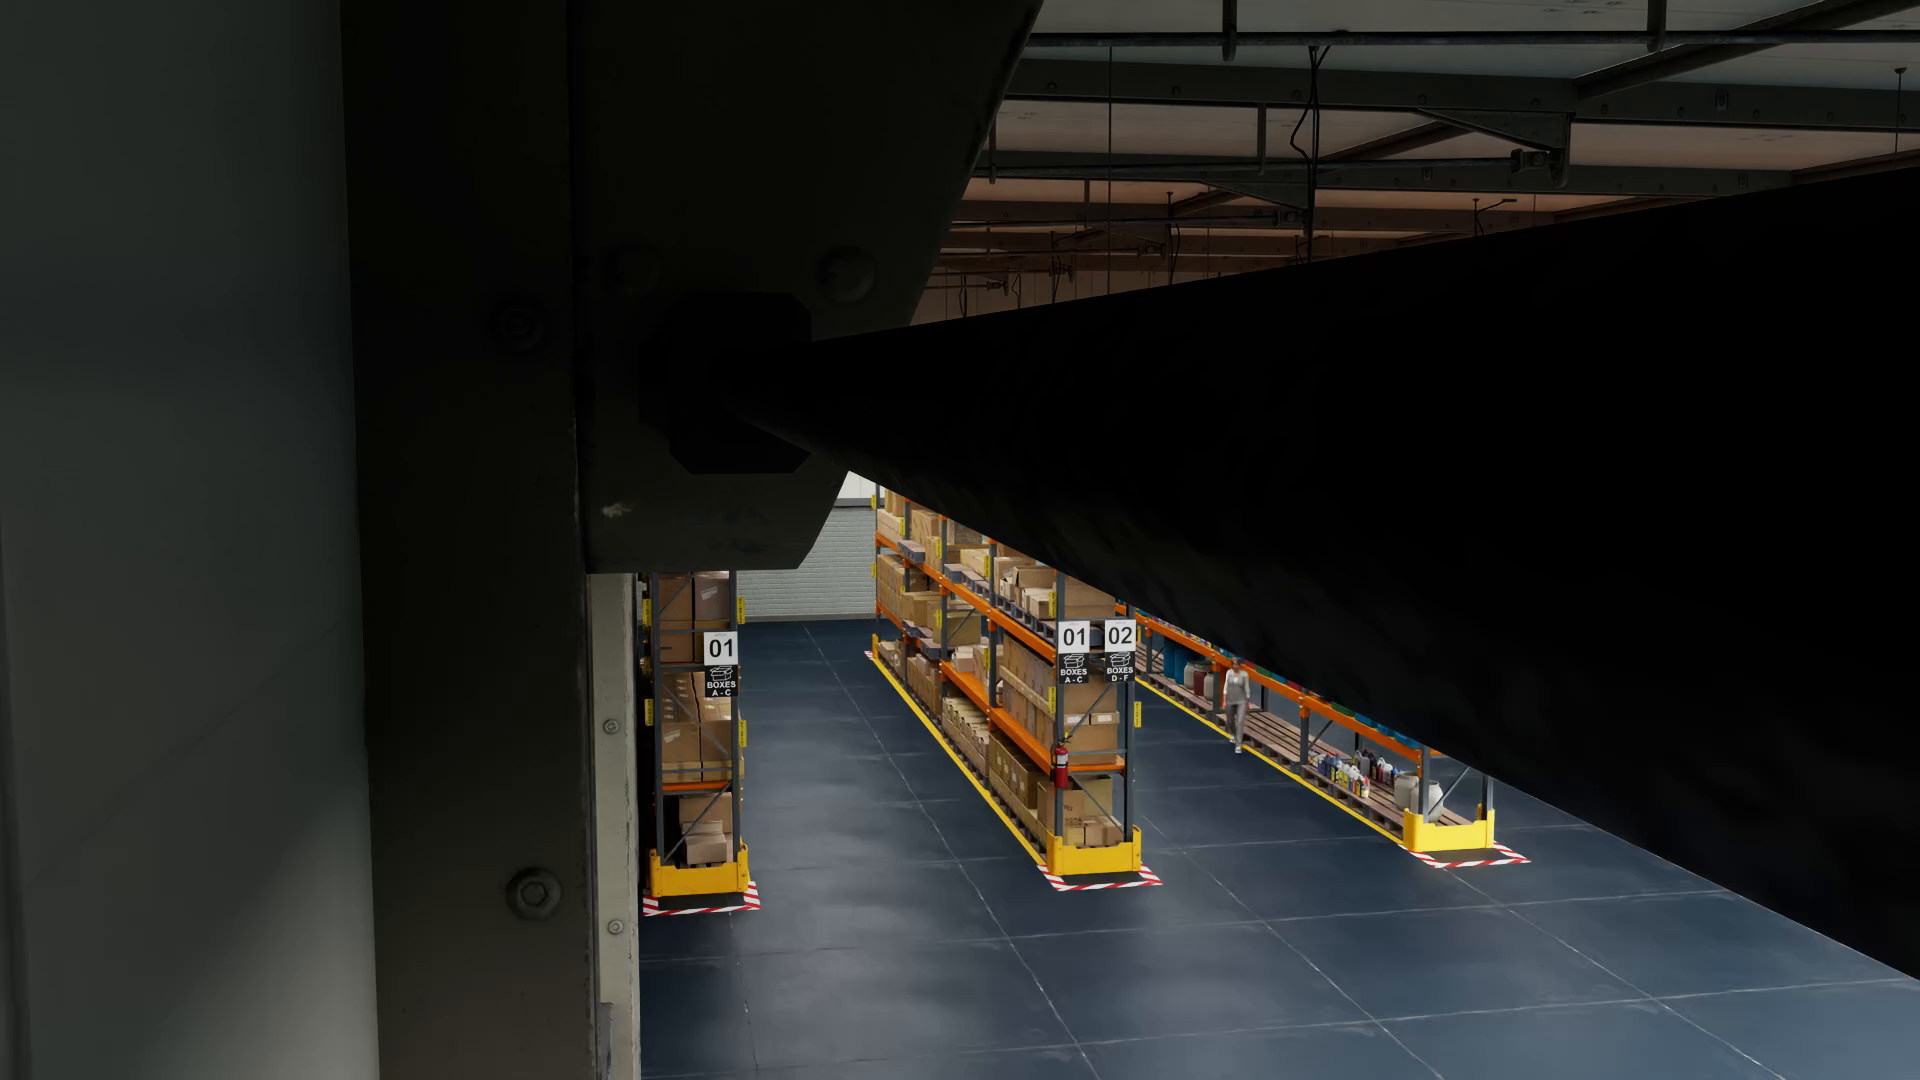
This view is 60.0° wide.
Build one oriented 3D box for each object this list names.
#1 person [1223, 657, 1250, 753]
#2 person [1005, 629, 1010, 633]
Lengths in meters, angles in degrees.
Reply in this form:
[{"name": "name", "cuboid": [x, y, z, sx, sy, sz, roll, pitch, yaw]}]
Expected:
[{"name": "person", "cuboid": [4.610, 2.705, 27.673, 0.428, 1.562, 0.845, 3, 6, 24]}, {"name": "person", "cuboid": [1.166, 1.881, 35.696, 0.497, 1.716, 0.479, 6, 8, 44]}]
